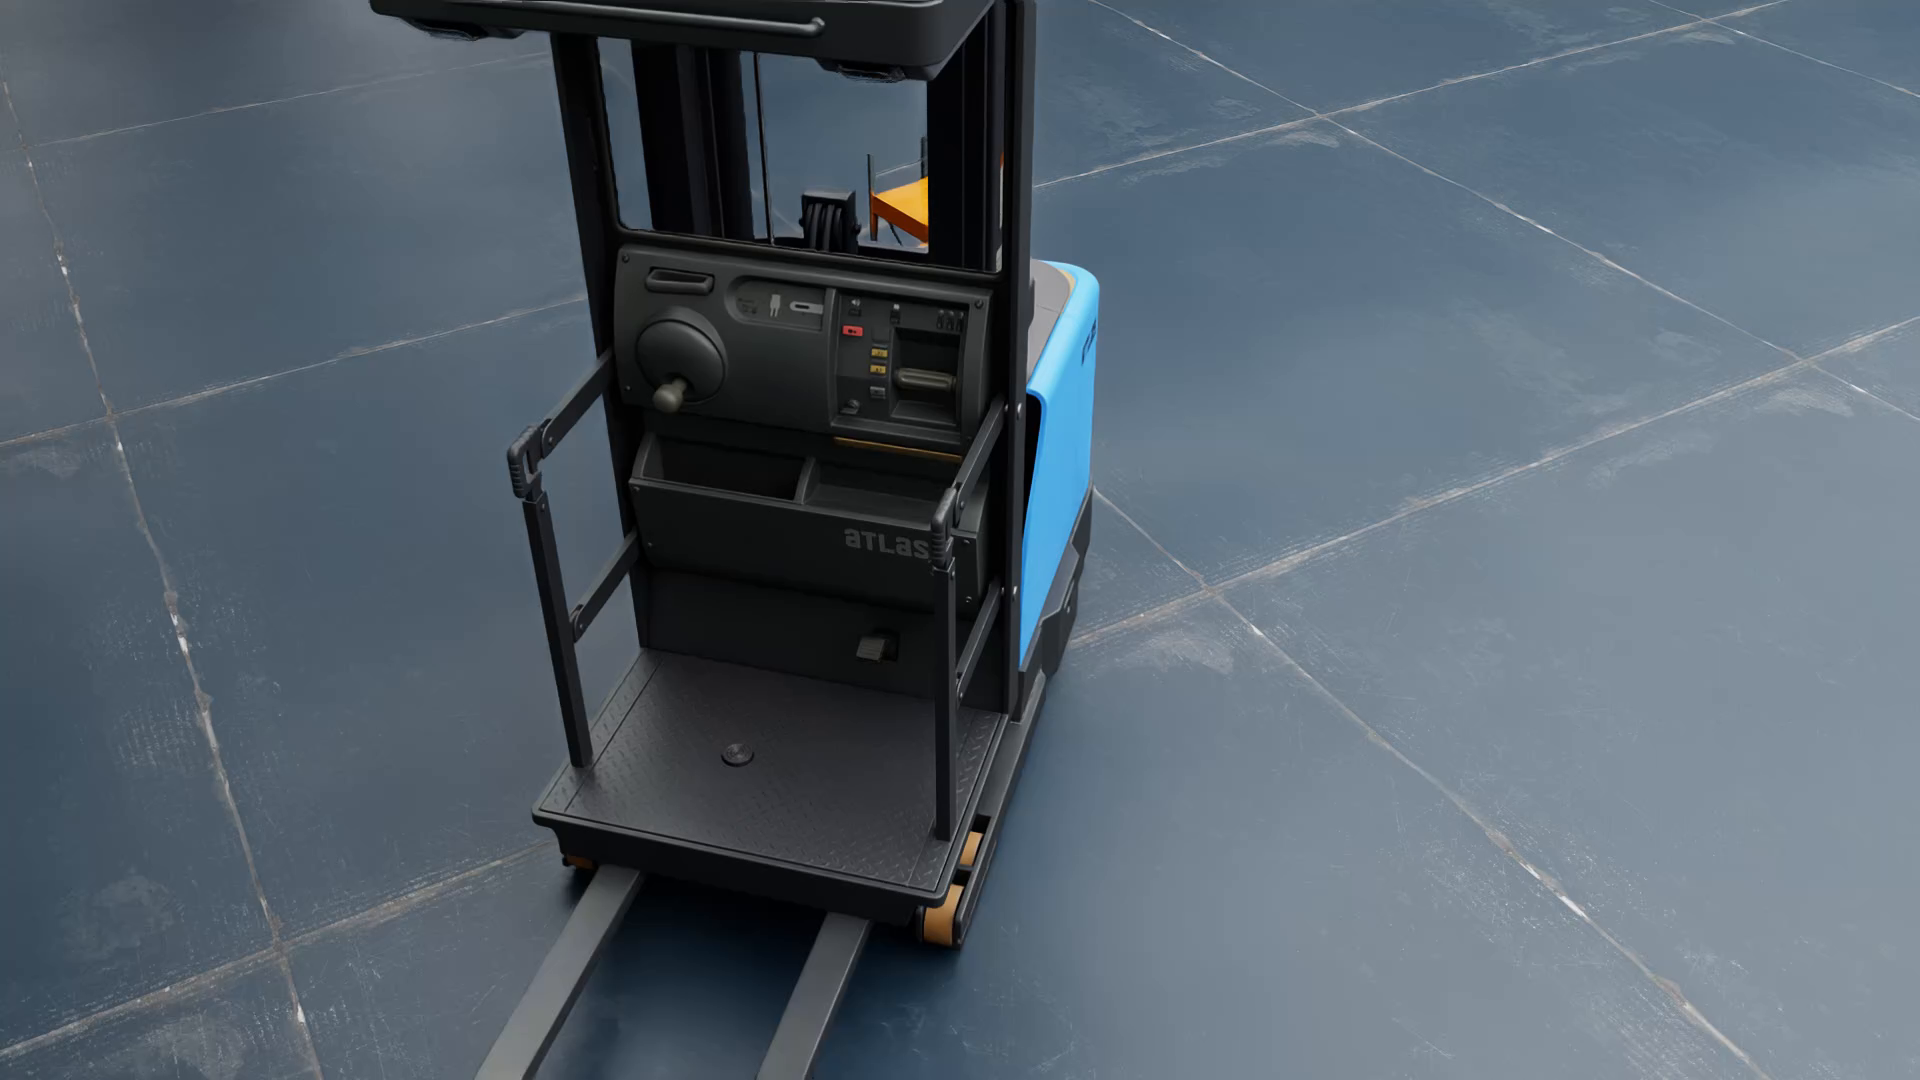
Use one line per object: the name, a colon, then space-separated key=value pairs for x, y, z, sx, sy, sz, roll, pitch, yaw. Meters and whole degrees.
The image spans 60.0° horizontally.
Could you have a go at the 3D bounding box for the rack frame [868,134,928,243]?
rack frame: x=-0.205 y=-0.832 z=5.872 sx=0.240 sy=1.200 sz=0.015 roll=-25 pitch=43 yaw=-30

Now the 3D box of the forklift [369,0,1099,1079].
forklift: x=-0.442 y=-0.391 z=3.800 sx=1.130 sy=2.935 sz=3.031 roll=9 pitch=37 yaw=12

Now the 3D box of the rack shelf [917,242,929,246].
rack shelf: x=-0.054 y=-0.845 z=5.625 sx=0.258 sy=0.148 sz=0.480 roll=-25 pitch=43 yaw=-30

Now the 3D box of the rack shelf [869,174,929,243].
rack shelf: x=-0.054 y=-1.036 z=5.485 sx=0.258 sy=0.148 sz=0.480 roll=-25 pitch=43 yaw=-30

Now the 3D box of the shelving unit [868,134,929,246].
shelving unit: x=-0.054 y=-0.719 z=5.717 sx=0.258 sy=1.200 sz=0.503 roll=-25 pitch=43 yaw=-30
